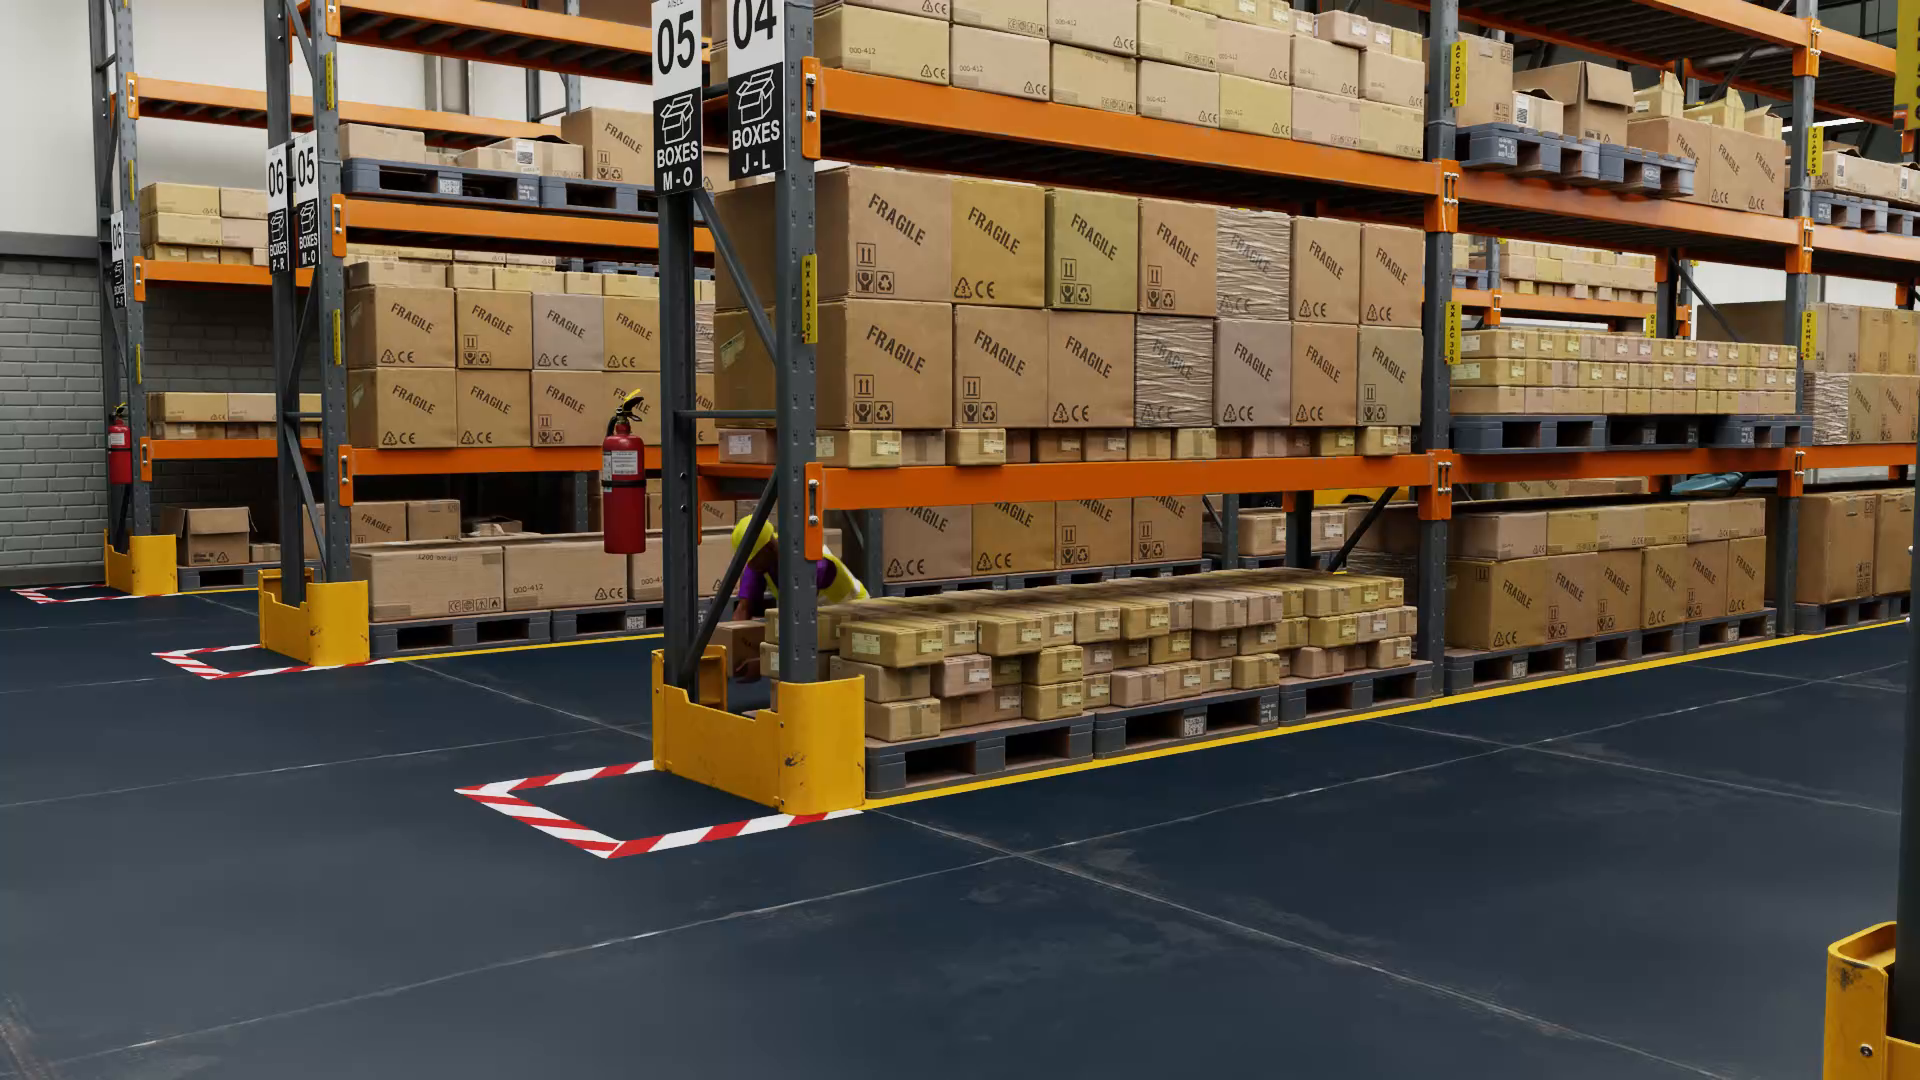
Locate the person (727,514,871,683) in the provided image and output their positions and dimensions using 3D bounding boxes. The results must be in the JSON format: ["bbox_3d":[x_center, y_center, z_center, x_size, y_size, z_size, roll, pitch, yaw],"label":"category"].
[{"bbox_3d":[-0.848,0.361,8.615,0.898,1.014,0.545,-4,6,-42],"label":"person"}]
